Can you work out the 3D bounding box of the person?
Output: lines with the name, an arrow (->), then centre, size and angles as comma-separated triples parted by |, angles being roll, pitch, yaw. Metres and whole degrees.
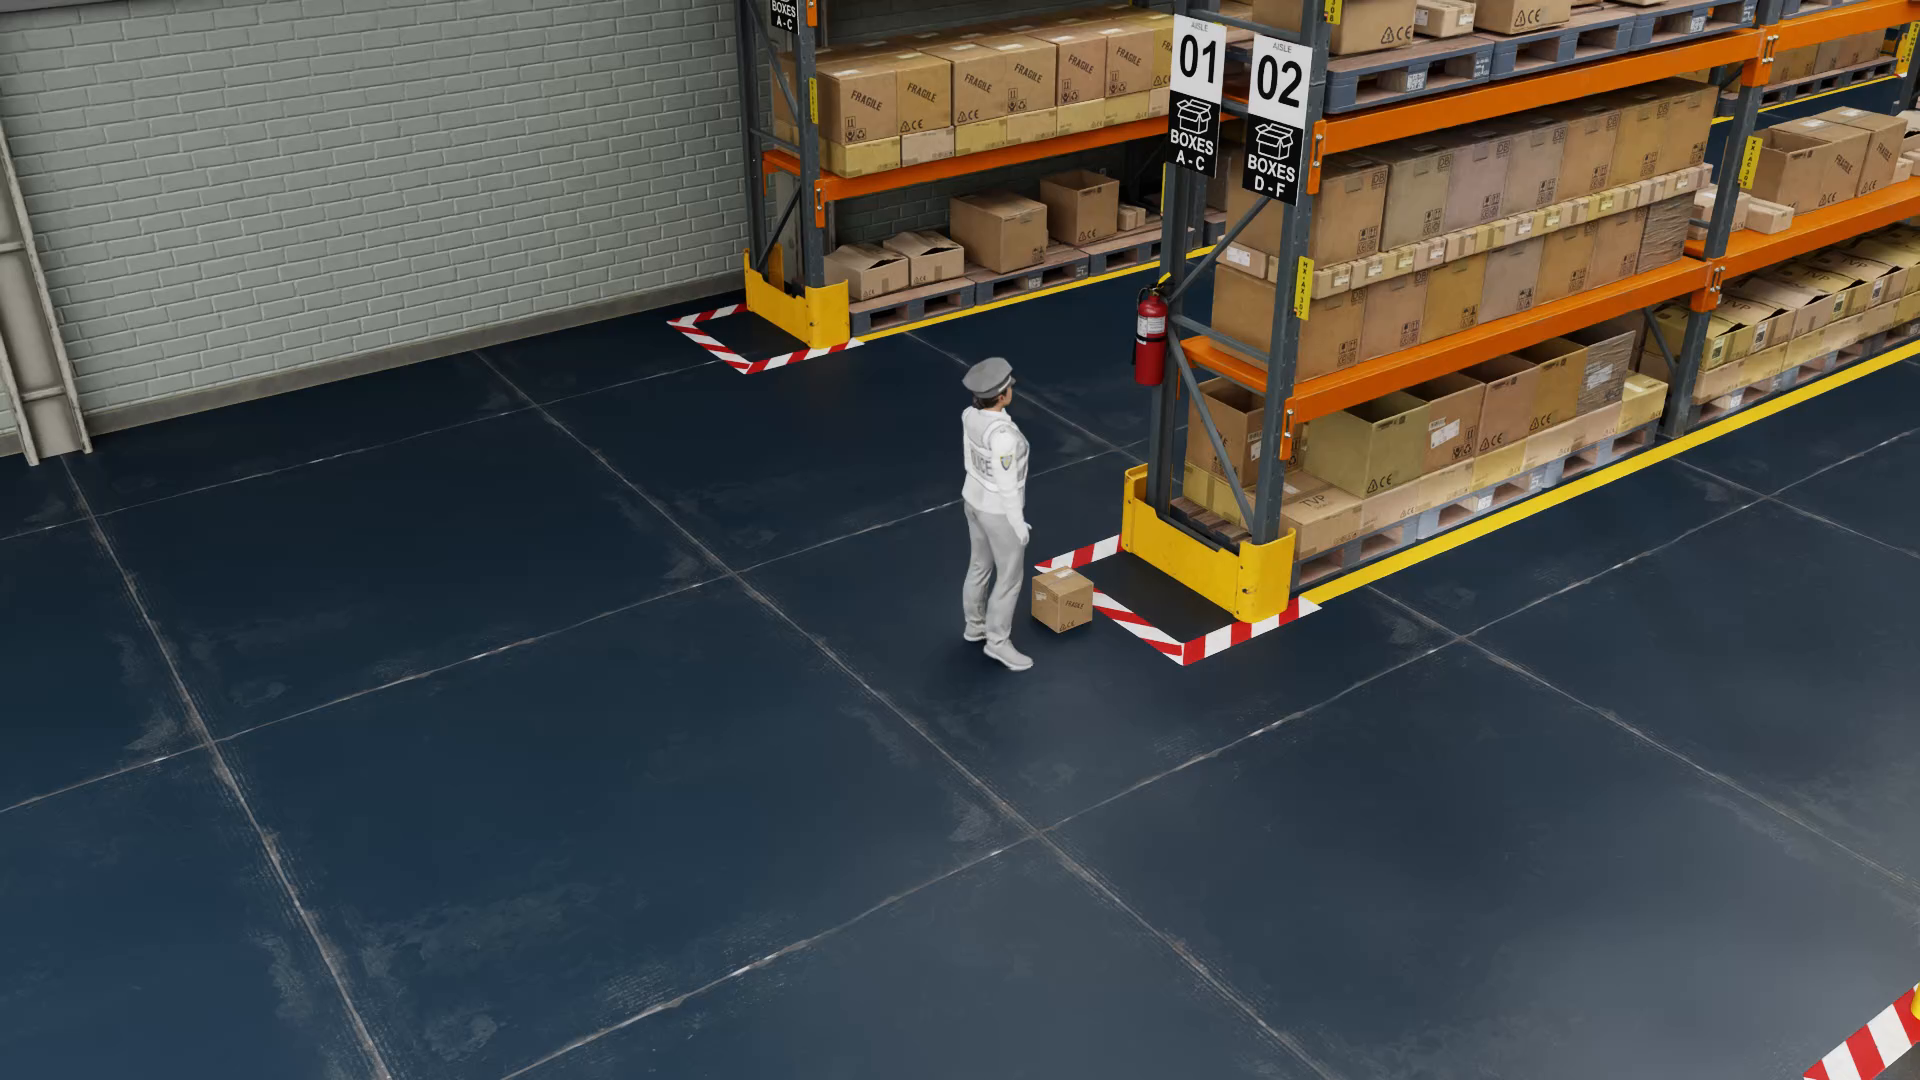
person -> 0.197, -0.153, 8.863 | 0.344, 1.719, 0.574 | -14, 32, -24
